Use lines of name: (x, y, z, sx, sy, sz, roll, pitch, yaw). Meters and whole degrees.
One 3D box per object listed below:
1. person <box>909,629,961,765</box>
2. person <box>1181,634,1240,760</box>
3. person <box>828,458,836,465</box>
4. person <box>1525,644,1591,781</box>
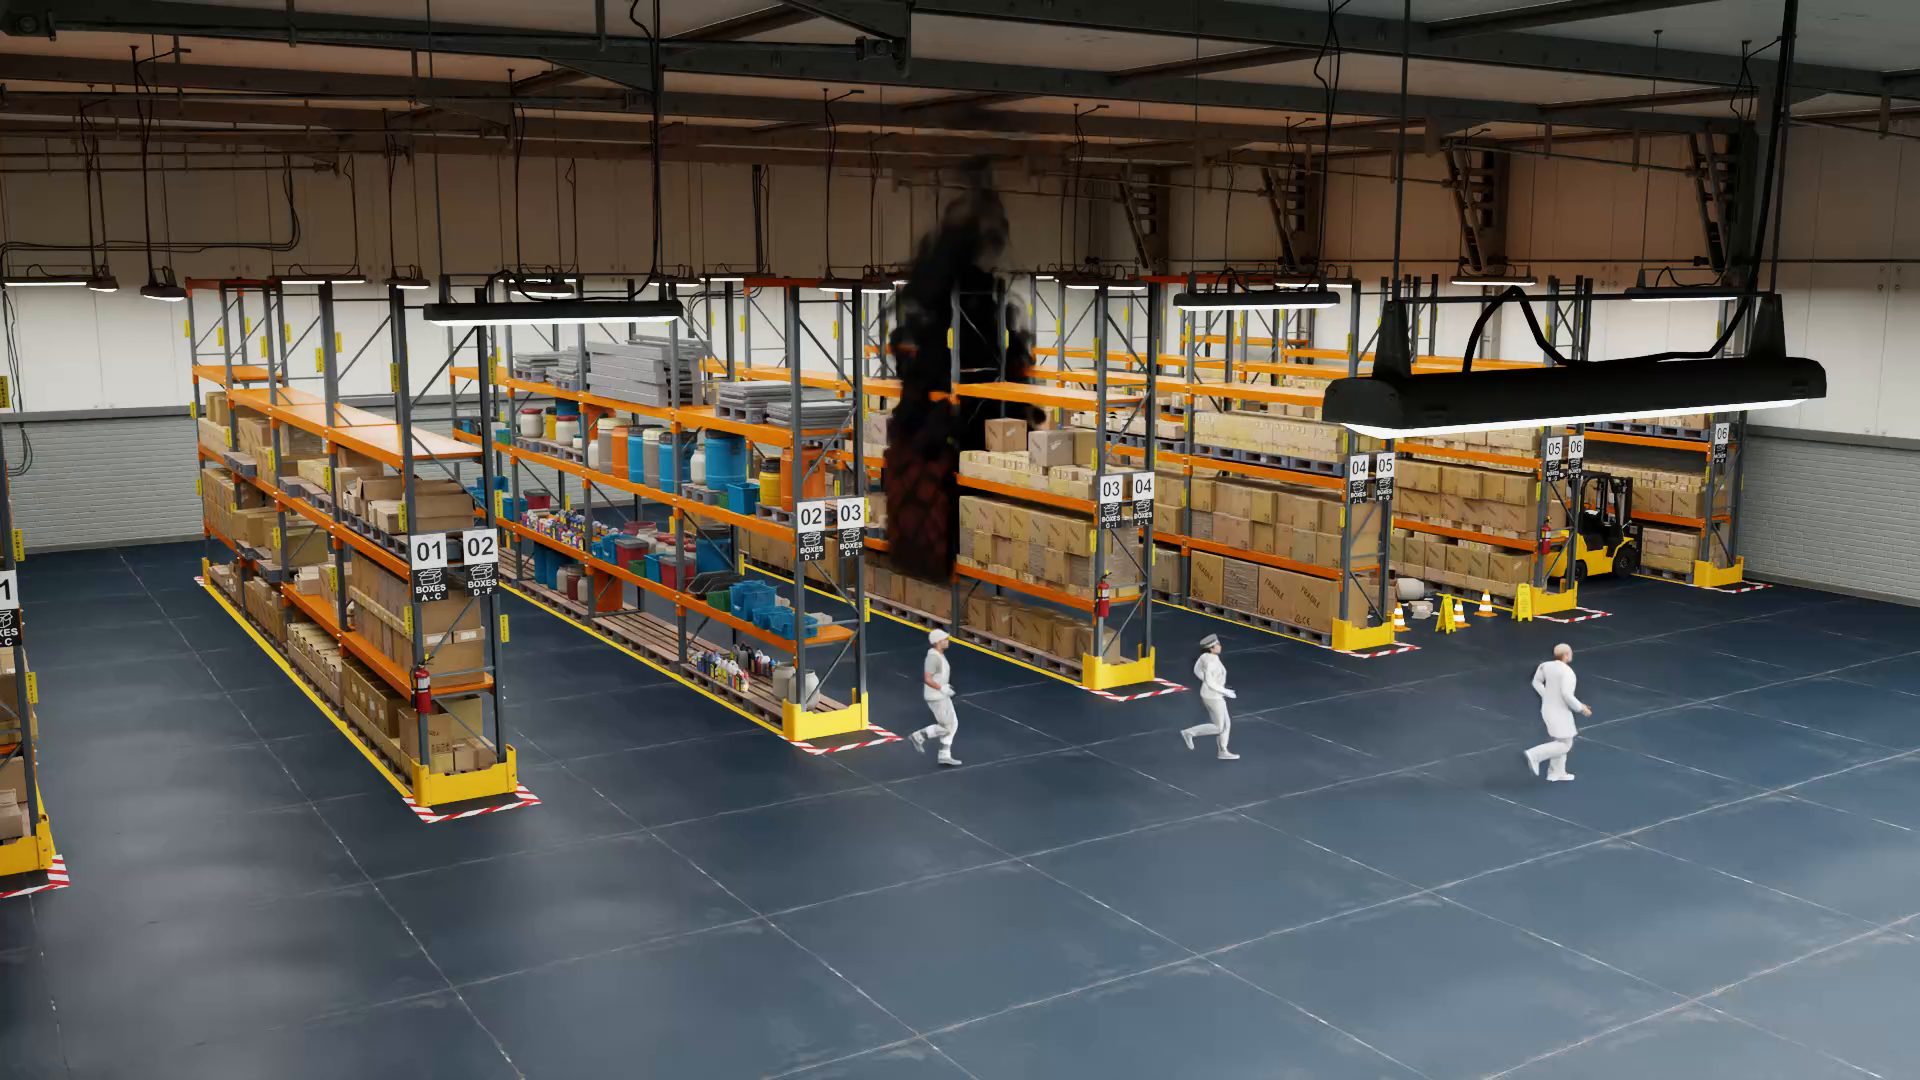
person: (-0.314, 1.986, 21.009, 0.665, 1.760, 0.697, 1, 10, 8)
person: (3.198, 1.999, 21.203, 0.773, 1.652, 0.633, 0, 10, -1)
person: (-3.282, -1.283, 41.090, 0.698, 1.555, 0.516, 4, 10, 22)
person: (7.202, 2.114, 20.267, 0.754, 1.733, 0.697, -2, 10, -13)
